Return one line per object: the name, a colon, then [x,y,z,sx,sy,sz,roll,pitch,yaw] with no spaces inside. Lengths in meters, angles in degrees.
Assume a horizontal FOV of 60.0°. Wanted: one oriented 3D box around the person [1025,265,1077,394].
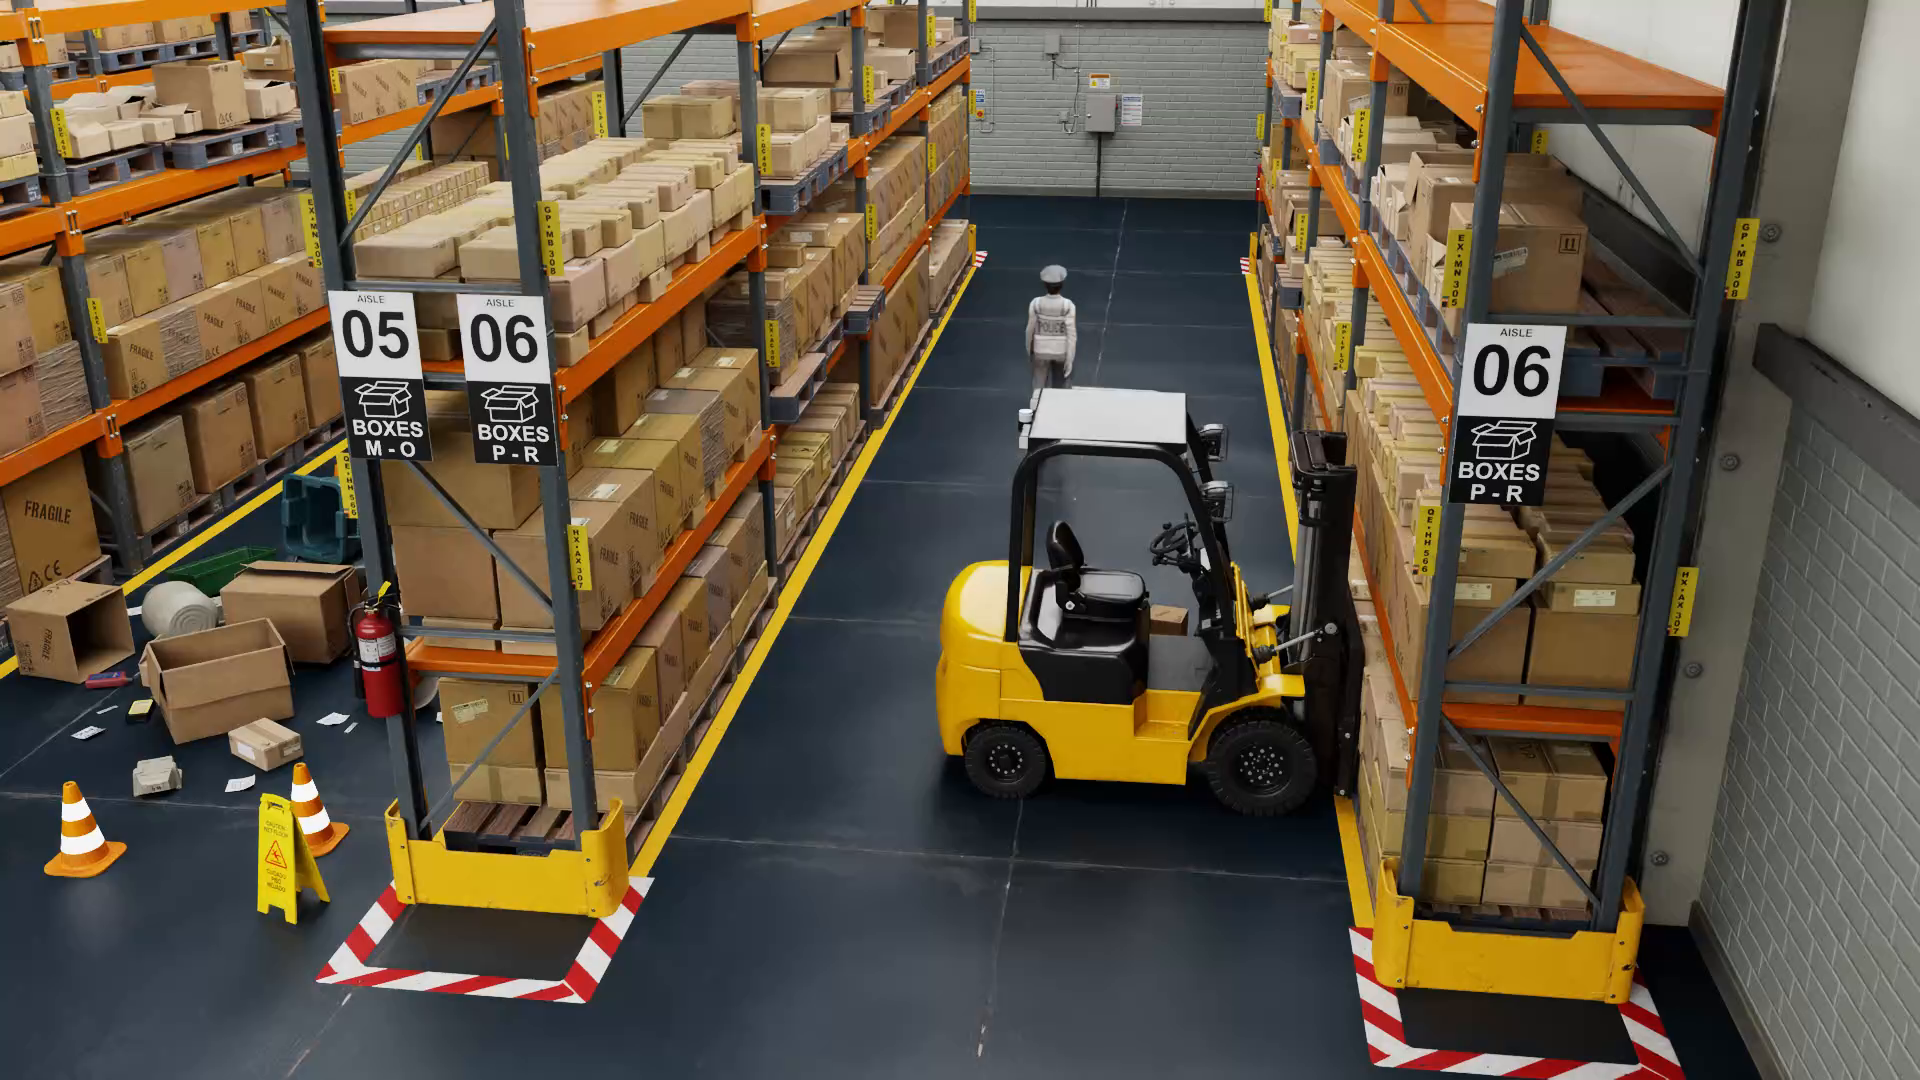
person: [0.842,-1.730,15.454,0.475,1.648,0.913,0,21,1]
